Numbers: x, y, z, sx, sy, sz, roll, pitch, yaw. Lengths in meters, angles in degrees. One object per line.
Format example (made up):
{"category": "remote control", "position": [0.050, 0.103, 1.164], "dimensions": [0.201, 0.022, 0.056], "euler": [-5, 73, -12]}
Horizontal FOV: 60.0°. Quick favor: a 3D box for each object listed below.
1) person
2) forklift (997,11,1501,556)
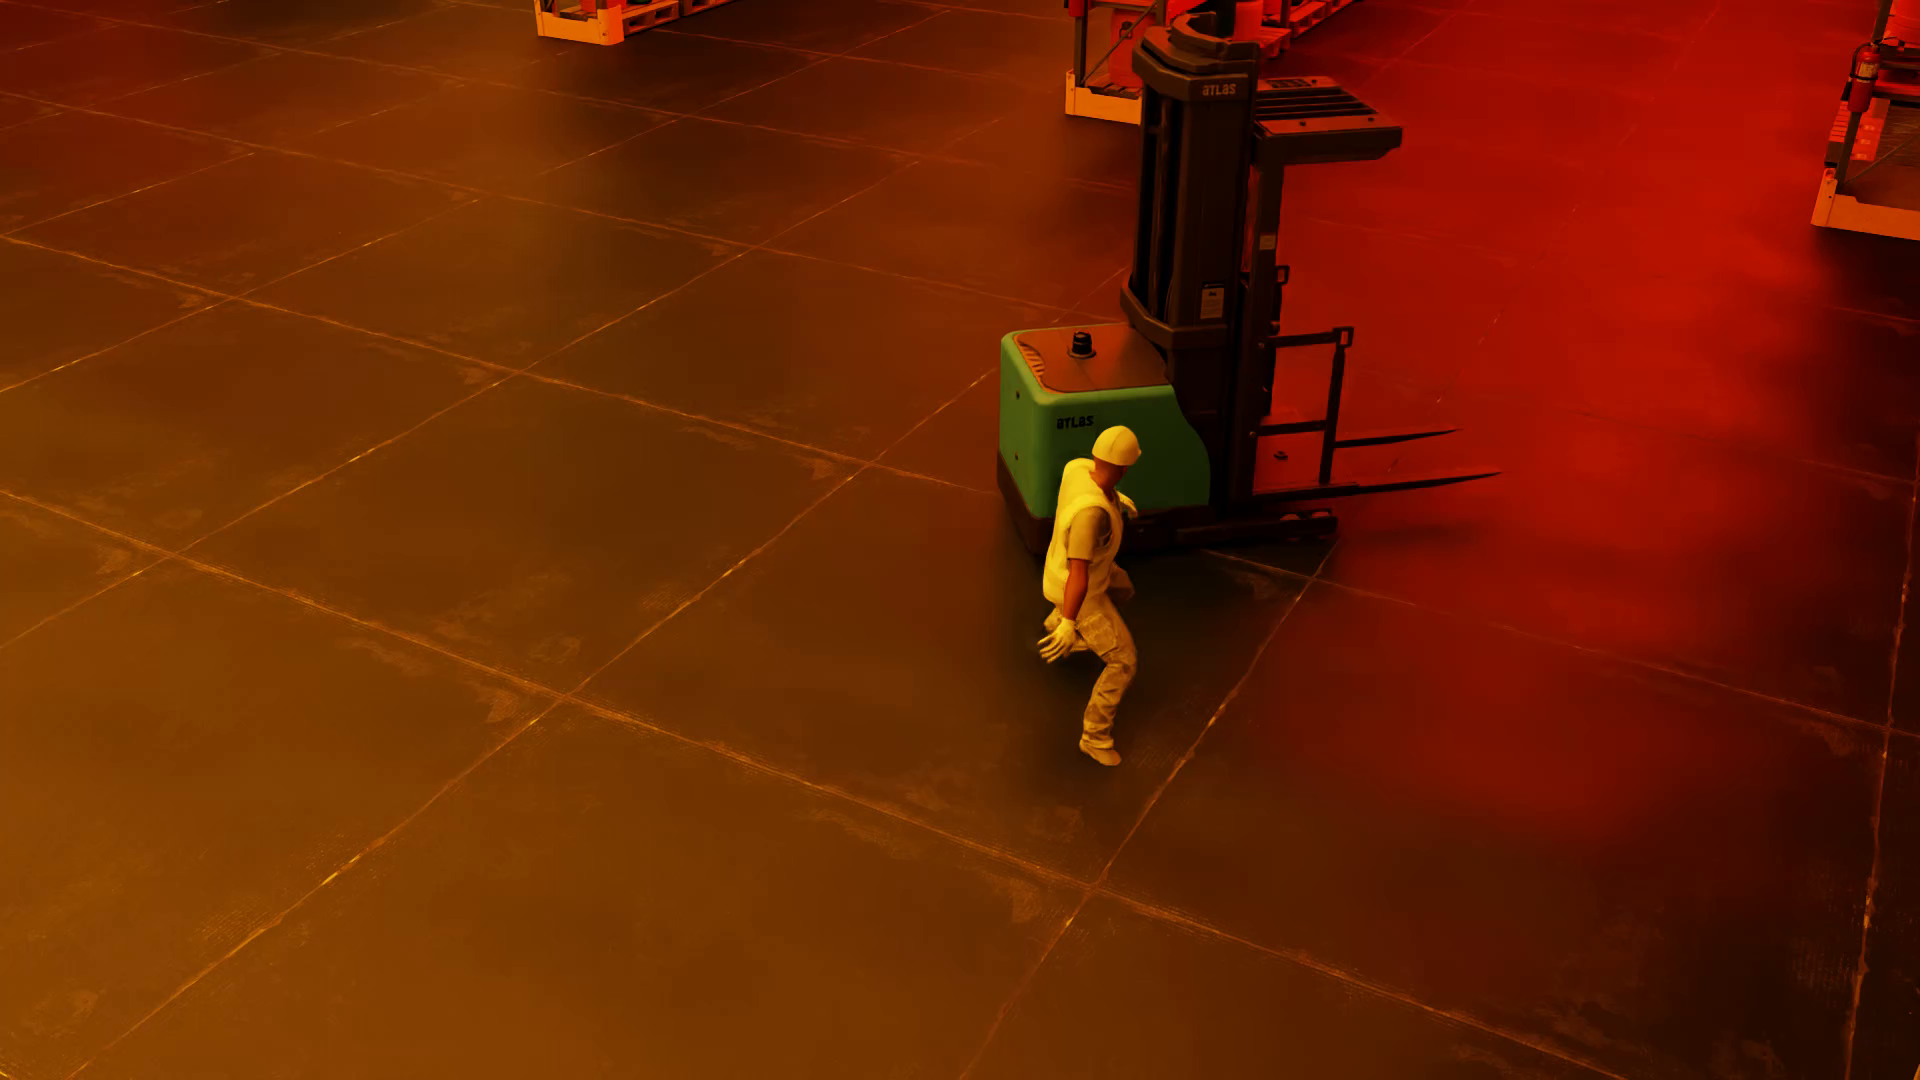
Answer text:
{"category": "person", "position": [0.628, 0.225, 8.068], "dimensions": [0.520, 1.677, 1.236], "euler": [4, 30, 7]}
{"category": "forklift", "position": [1.802, -1.510, 9.687], "dimensions": [3.031, 2.935, 1.130], "euler": [-6, 30, -10]}
